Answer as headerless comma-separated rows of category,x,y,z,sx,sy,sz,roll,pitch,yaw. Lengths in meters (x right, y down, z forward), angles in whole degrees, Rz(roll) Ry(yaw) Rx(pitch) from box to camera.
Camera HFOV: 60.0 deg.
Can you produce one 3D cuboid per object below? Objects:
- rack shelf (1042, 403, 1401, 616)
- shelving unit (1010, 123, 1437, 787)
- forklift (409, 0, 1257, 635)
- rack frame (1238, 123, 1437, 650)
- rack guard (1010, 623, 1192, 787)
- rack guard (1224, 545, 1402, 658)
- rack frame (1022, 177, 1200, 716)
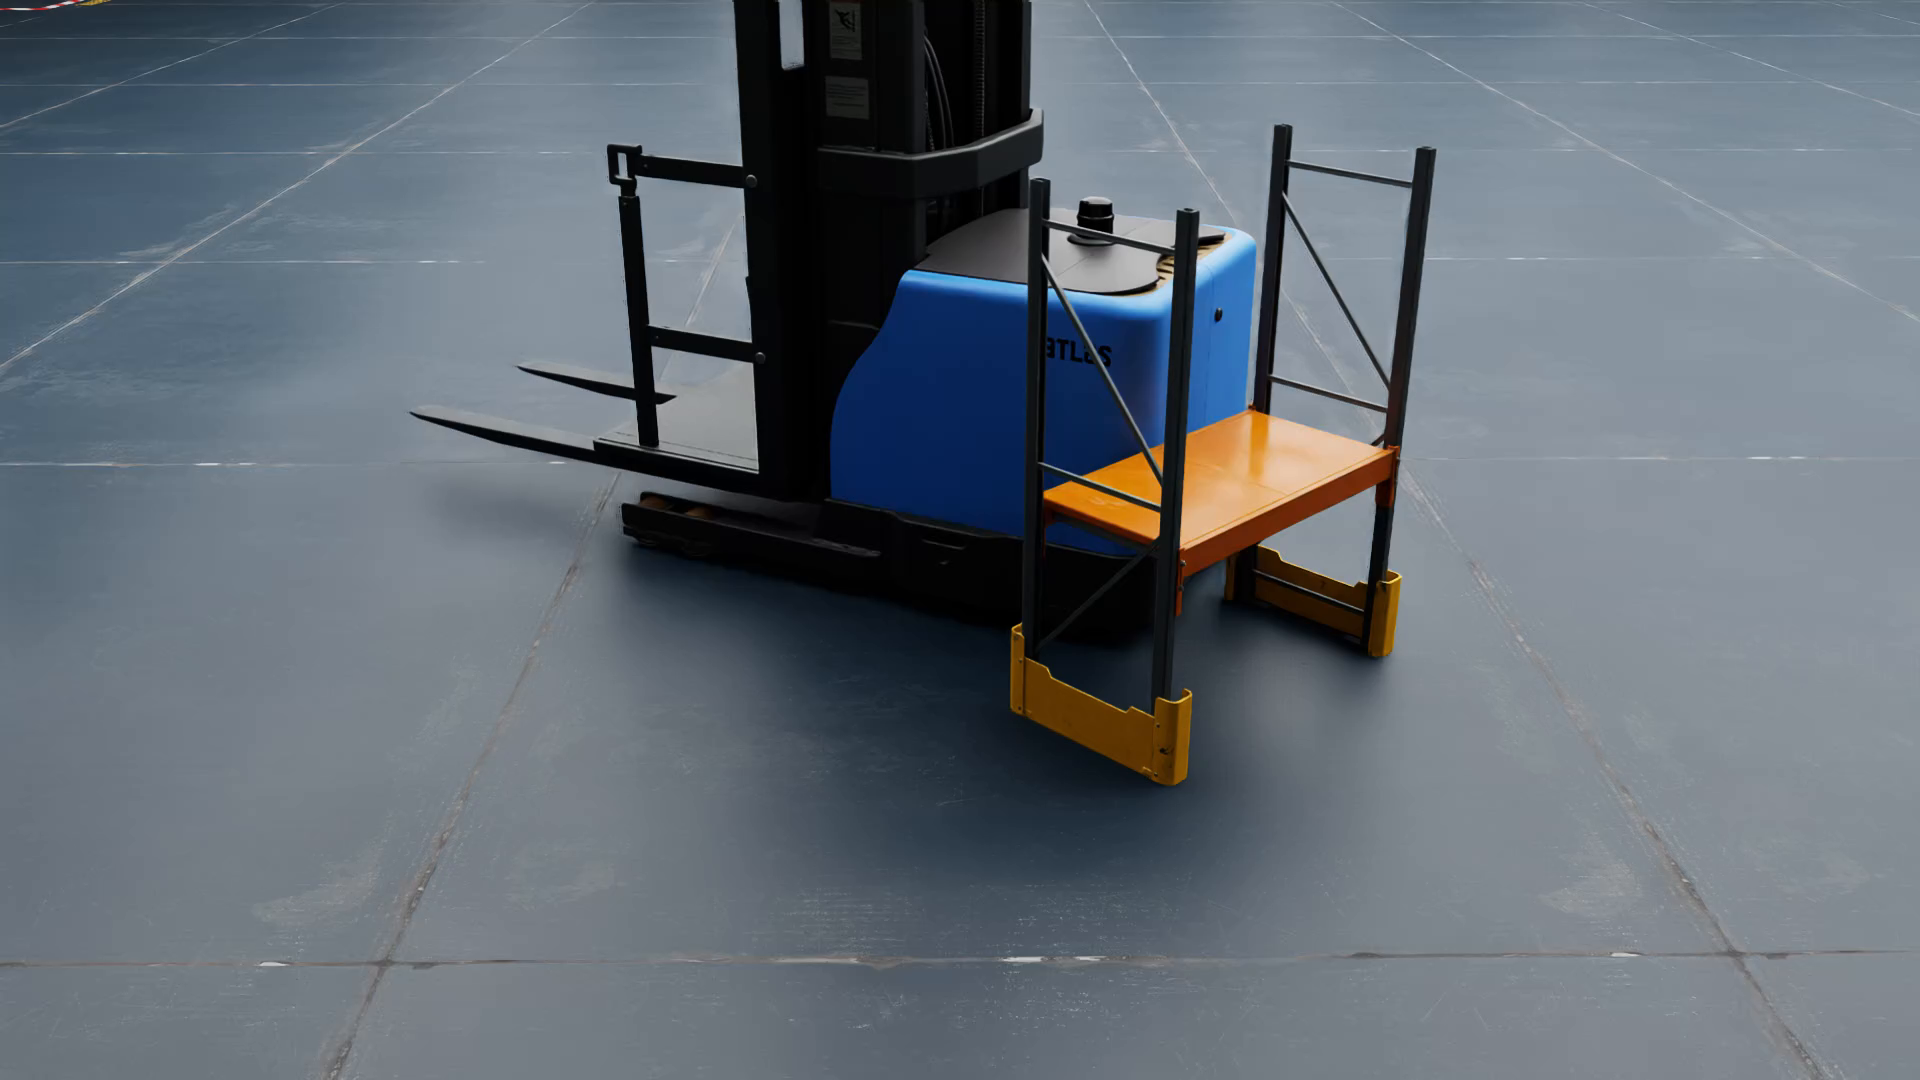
rack shelf,0.717,-0.113,4.617,1.000,0.185,0.538,-22,33,-40
shelving unit,0.723,-0.280,4.549,1.083,1.500,0.587,-22,33,-40
forklift,-0.582,-1.457,5.415,3.031,2.935,1.130,12,27,24
rack frame,1.077,-0.425,4.869,0.032,1.500,0.500,-22,33,-40
rack guard,0.369,0.434,4.487,0.087,0.250,0.587,-22,33,-40
rack guard,1.076,0.145,5.126,0.087,0.250,0.587,-22,33,-40
rack frame,0.356,-0.130,4.216,0.032,1.500,0.500,-22,33,-40
